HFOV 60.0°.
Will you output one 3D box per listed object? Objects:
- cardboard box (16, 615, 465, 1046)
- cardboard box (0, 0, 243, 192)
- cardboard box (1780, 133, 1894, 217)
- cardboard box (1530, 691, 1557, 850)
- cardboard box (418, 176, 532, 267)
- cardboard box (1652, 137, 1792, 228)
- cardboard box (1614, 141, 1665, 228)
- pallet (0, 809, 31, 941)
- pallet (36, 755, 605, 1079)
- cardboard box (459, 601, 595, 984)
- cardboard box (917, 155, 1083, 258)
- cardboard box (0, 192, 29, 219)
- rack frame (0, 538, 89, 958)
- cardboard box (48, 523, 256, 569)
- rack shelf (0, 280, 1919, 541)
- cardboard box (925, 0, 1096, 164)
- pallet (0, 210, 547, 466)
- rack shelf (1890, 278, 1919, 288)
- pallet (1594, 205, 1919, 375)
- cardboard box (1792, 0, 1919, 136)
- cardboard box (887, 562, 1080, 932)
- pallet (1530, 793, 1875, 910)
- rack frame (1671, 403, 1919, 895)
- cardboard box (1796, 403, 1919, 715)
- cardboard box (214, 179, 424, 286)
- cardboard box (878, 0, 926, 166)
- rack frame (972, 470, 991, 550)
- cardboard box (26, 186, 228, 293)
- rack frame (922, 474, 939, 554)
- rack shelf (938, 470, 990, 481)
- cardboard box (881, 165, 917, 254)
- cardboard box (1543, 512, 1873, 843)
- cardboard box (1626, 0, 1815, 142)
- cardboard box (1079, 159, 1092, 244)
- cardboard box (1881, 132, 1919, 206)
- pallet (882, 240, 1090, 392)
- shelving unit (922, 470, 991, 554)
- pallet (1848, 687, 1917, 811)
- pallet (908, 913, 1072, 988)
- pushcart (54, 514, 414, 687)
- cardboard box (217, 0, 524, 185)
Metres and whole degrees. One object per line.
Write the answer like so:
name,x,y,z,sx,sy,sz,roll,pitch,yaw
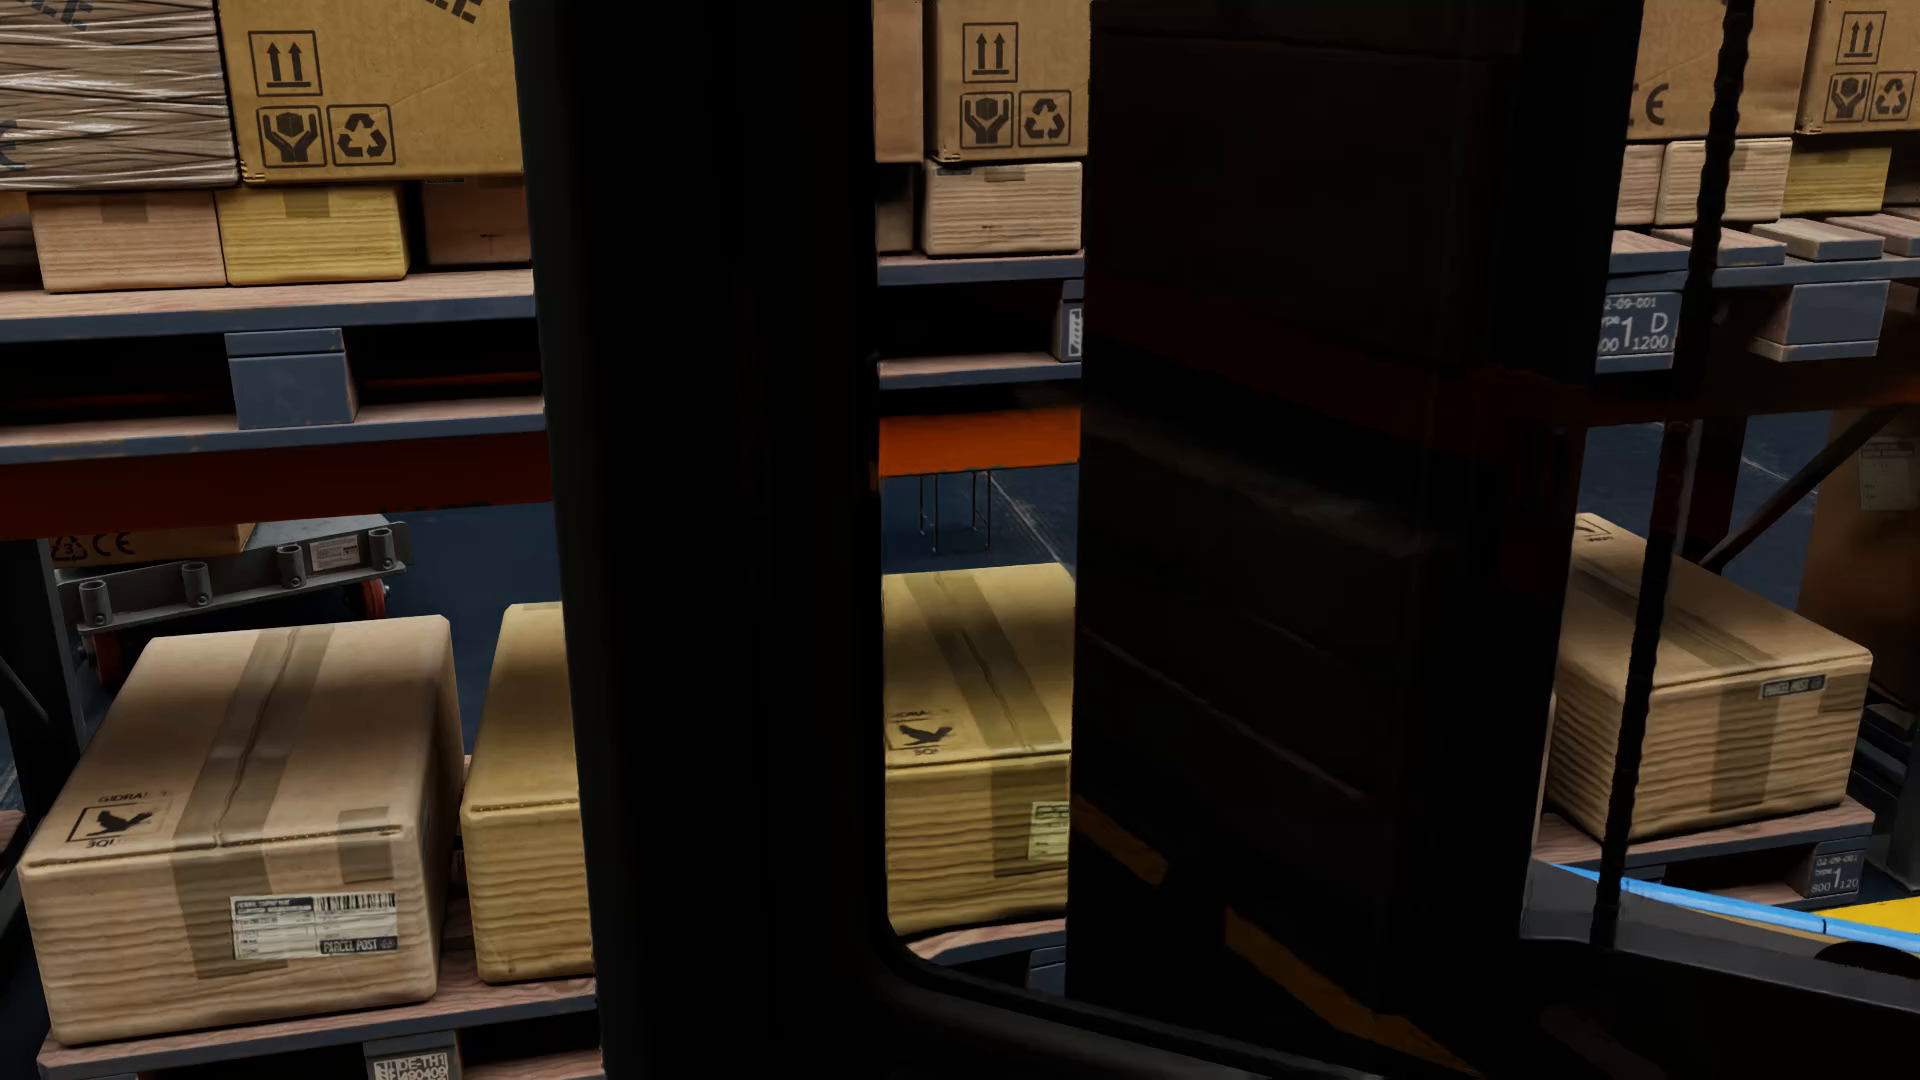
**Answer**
cardboard box,-1.337,0.515,3.258,0.625,0.372,0.950,-4,21,-12
cardboard box,-1.324,-0.804,2.461,0.500,0.500,0.500,-4,21,-11
cardboard box,1.537,-0.725,3.188,0.250,0.149,0.380,-4,21,-12
cardboard box,0.778,0.343,3.727,0.625,0.372,0.950,-5,21,-14
cardboard box,-0.733,-0.561,2.741,0.250,0.149,0.380,-3,20,-9
cardboard box,1.302,-0.690,3.092,0.250,0.149,0.380,-5,21,-13
cardboard box,1.055,-0.673,3.045,0.250,0.149,0.380,-6,21,-15
pallet,-2.492,0.895,3.065,1.213,0.211,1.003,-5,21,-12
pallet,-1.089,0.768,3.412,1.213,0.211,1.003,-5,21,-12
cardboard box,-0.638,0.457,3.416,0.625,0.372,0.950,-3,20,-9
cardboard box,0.039,-0.590,2.820,0.250,0.149,0.380,-4,20,-10
cardboard box,-3.712,-1.301,7.485,0.875,0.875,0.875,-4,21,-12
rack frame,-1.847,-0.479,2.762,0.127,3.000,1.000,-5,21,-12
cardboard box,-2.285,-0.255,4.682,0.500,0.500,0.500,-5,21,-12
rack shelf,0.100,-0.300,3.318,4.000,0.370,1.077,-5,21,-12
cardboard box,0.145,-0.923,2.785,0.500,0.500,0.500,-6,21,-15
pallet,-1.069,-0.401,2.828,1.213,0.211,1.003,-5,21,-12
rack shelf,3.992,-0.616,4.182,4.000,0.370,1.077,-5,21,-12
pallet,1.377,-0.614,3.408,1.003,0.211,1.213,-5,21,-12
cardboard box,1.668,-1.051,3.134,0.500,0.500,0.500,-5,21,-14
cardboard box,0.038,0.401,3.568,0.625,0.372,0.950,-4,20,-11
pallet,1.285,0.575,3.939,1.213,0.211,1.003,-5,21,-12
rack frame,2.046,-0.796,3.627,0.127,3.000,1.000,-5,21,-12
cardboard box,2.737,-0.022,3.993,0.875,0.875,0.875,-5,21,-13
cardboard box,-0.991,-0.513,2.610,0.250,0.149,0.380,-4,21,-11
cardboard box,-0.353,-0.879,2.664,0.500,0.500,0.500,-5,21,-13
rack frame,0.075,-0.569,5.625,0.006,1.200,0.240,-5,21,-12
cardboard box,-1.236,-0.497,2.564,0.250,0.149,0.380,-4,21,-12
rack frame,-0.103,-0.555,5.585,0.006,1.200,0.240,-5,21,-12
rack shelf,-0.014,-0.295,5.703,0.180,0.103,0.258,-5,21,-12
cardboard box,-0.232,-0.587,2.810,0.250,0.149,0.380,-4,21,-12
cardboard box,1.494,0.282,3.893,0.625,0.372,0.950,-6,21,-16
cardboard box,1.167,-1.006,3.012,0.500,0.500,0.500,-5,21,-13
cardboard box,0.292,-0.621,2.905,0.250,0.149,0.380,-5,21,-14
cardboard box,1.781,-0.770,3.312,0.250,0.149,0.380,-4,20,-10
pallet,0.129,-0.536,3.194,1.213,0.211,1.003,-5,21,-12
shelving unit,-0.014,-0.562,5.605,0.189,1.200,0.258,-5,21,-12
pallet,2.831,0.476,4.208,1.213,0.211,1.003,-5,21,-12
pallet,0.100,0.670,3.678,1.213,0.211,1.003,-5,21,-12
pushcart,-2.420,-0.007,5.286,0.936,0.377,1.648,-13,24,-31
cardboard box,-0.837,-0.844,2.570,0.500,0.500,0.500,-5,21,-12
